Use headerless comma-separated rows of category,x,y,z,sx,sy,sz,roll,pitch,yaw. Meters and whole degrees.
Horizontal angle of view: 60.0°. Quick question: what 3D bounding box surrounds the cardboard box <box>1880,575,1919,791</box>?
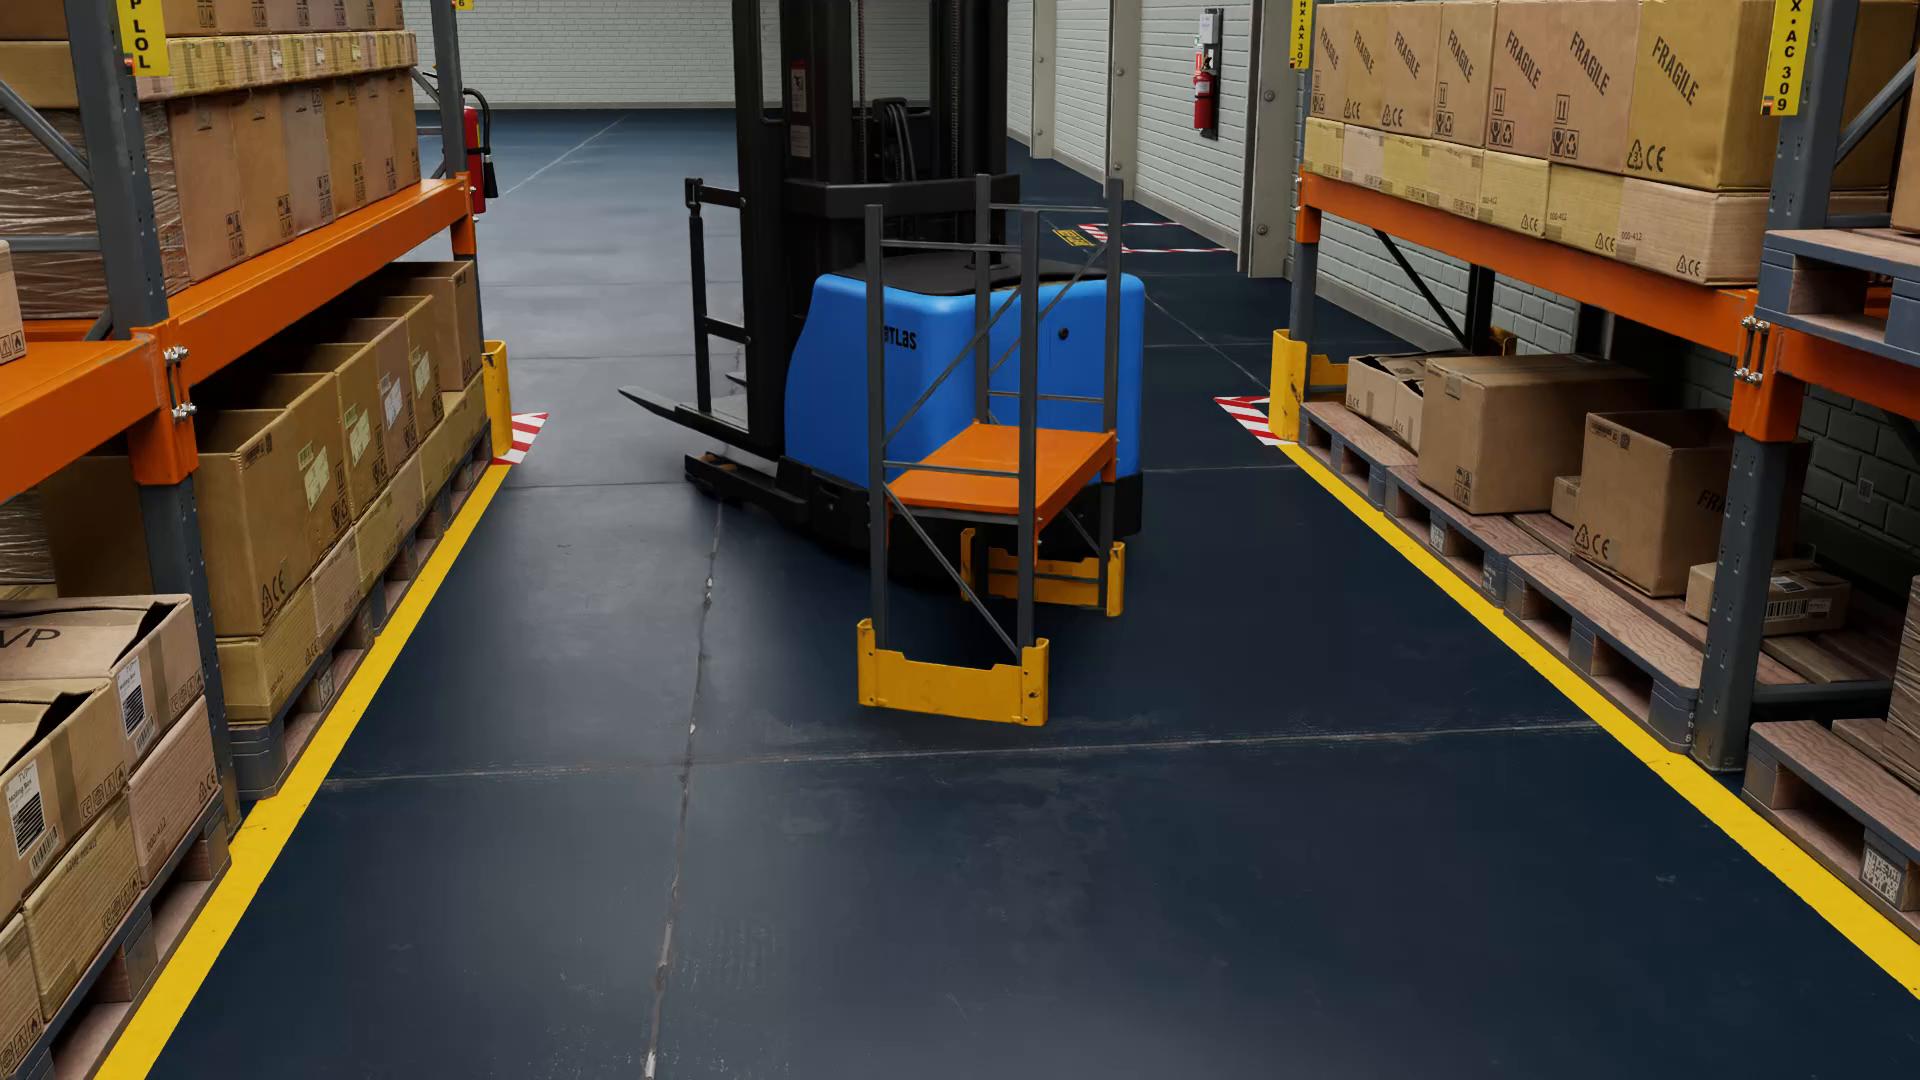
cardboard box,2.663,0.388,3.872,0.700,0.500,0.500,-1,17,-4

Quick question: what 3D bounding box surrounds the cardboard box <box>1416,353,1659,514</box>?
cardboard box,2.224,-0.424,6.458,0.700,0.500,0.500,-3,18,-9

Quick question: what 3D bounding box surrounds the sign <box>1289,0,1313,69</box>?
sign,1.618,-2.402,7.873,0.100,0.325,0.005,-2,18,-6

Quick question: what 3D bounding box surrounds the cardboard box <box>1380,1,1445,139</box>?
cardboard box,1.996,-1.848,6.520,0.500,0.500,0.500,-2,18,-7

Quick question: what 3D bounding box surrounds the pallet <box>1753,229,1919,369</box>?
pallet,2.504,-0.490,3.550,1.003,0.211,1.213,-2,18,-6

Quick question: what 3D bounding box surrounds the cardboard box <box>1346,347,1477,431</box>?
cardboard box,2.139,-0.723,7.728,0.500,0.311,0.500,-4,18,-12

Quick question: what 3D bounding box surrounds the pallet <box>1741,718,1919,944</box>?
pallet,2.652,0.749,3.940,1.003,0.211,1.213,-2,18,-6

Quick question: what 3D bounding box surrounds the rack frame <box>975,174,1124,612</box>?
rack frame,0.295,-0.489,5.730,0.500,1.500,0.032,6,18,17

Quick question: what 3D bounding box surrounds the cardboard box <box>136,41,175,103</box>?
cardboard box,-2.218,-1.177,4.170,0.380,0.149,0.250,-2,17,-5

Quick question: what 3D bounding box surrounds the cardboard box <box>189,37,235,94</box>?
cardboard box,-2.275,-1.332,4.663,0.380,0.149,0.250,-2,18,-6

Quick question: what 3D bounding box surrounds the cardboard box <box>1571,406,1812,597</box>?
cardboard box,2.423,-0.139,5.550,0.500,0.500,0.500,-3,18,-10

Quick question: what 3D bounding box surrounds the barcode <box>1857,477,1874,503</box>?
barcode,2.753,-0.152,5.057,0.001,0.075,0.075,-2,18,-6

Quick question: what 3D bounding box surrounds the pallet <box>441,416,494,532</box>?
pallet,-2.649,-0.294,7.262,1.003,0.211,1.213,-2,18,-6

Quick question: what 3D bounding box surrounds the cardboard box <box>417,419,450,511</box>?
cardboard box,-2.303,-0.291,6.487,0.500,0.250,0.500,-2,18,-6

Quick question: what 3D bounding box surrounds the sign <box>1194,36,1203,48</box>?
sign,2.292,-4.785,15.965,0.001,0.109,0.331,-2,18,-6

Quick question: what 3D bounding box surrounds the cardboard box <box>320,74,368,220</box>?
cardboard box,-2.629,-1.455,6.137,0.700,0.500,0.500,-2,18,-5

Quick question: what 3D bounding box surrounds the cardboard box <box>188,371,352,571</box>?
cardboard box,-2.152,-0.202,4.951,0.500,0.500,0.500,-2,18,-6

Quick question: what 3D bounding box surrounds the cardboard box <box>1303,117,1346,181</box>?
cardboard box,1.892,-1.788,7.582,0.500,0.250,0.500,-2,18,-7

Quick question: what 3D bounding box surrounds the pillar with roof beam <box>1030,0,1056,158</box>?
pillar with roof beam,-3.048,-9.916,23.237,9.100,9.000,0.400,-2,18,-6

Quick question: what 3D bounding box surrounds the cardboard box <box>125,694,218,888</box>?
cardboard box,-2.026,0.567,3.754,0.500,0.250,0.500,-2,18,-6

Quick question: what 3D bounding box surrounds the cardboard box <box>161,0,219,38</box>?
cardboard box,-2.462,-1.609,4.460,0.700,0.500,0.500,-2,18,-6

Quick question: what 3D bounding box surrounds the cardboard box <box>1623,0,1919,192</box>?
cardboard box,2.214,-1.241,4.586,0.500,0.500,0.500,-2,18,-6

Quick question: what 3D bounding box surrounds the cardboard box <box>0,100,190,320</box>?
cardboard box,-2.409,-0.839,4.175,0.700,0.500,0.500,-2,18,-7

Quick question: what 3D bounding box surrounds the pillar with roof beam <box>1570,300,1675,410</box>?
pillar with roof beam,-1.192,-4.553,6.155,9.100,9.000,0.400,-2,18,-6

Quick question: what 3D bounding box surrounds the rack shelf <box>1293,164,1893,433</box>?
rack shelf,2.364,-1.066,6.266,1.077,0.370,4.000,-2,18,-6

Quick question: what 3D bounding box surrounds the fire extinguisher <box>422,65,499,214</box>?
fire extinguisher,-2.319,-1.864,7.735,0.296,0.674,0.183,-2,18,-6

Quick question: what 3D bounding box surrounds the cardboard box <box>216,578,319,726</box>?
cardboard box,-2.103,0.305,4.589,0.500,0.250,0.500,-2,18,-6

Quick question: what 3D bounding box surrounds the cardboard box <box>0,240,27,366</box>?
cardboard box,-2.262,-0.443,3.329,0.500,0.250,0.500,-1,17,-2

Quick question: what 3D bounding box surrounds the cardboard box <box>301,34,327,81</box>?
cardboard box,-2.378,-1.638,5.638,0.380,0.149,0.250,-2,18,-6

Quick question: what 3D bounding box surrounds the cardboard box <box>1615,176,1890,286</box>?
cardboard box,2.220,-0.883,4.700,0.500,0.250,0.500,-2,18,-6

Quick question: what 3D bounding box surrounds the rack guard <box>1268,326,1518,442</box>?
rack guard,2.165,-0.790,8.359,1.175,0.500,0.348,-2,18,-6

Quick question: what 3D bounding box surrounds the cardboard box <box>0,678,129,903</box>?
cardboard box,-1.970,0.451,3.185,0.500,0.311,0.500,-1,17,-4

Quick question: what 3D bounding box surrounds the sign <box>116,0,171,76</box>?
sign,-1.818,-1.194,3.671,0.100,0.325,0.005,-2,18,-6

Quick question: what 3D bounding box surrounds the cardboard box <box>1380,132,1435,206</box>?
cardboard box,2.007,-1.482,6.606,0.500,0.250,0.500,-2,18,-7

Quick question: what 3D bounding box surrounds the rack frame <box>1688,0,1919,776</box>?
rack frame,2.570,-0.814,4.261,1.000,3.000,0.127,-2,18,-6

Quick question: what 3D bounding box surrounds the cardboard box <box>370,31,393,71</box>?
cardboard box,-2.485,-1.946,6.619,0.380,0.149,0.250,-2,18,-6

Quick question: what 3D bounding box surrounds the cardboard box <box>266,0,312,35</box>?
cardboard box,-2.564,-1.907,5.410,0.700,0.500,0.500,-2,18,-6

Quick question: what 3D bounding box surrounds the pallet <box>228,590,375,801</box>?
pallet,-2.397,0.433,4.946,1.003,0.211,1.213,-2,18,-6

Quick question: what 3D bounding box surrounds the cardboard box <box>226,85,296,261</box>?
cardboard box,-2.517,-1.146,5.152,0.700,0.500,0.500,-2,17,-5

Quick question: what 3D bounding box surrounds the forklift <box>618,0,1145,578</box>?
forklift,-0.560,-1.641,7.010,1.130,2.935,3.031,-12,21,-34

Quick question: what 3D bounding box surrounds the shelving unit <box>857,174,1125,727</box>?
shelving unit,0.133,-0.342,5.261,0.587,1.500,1.083,6,18,17

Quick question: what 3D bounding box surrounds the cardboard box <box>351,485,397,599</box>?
cardboard box,-2.196,0.006,5.539,0.500,0.250,0.500,-2,18,-6

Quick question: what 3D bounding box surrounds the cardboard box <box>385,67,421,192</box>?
cardboard box,-2.734,-1.759,7.106,0.700,0.500,0.500,-2,18,-6

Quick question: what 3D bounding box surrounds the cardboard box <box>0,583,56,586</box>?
cardboard box,-2.664,0.171,5.013,0.500,0.250,0.500,-2,18,-6

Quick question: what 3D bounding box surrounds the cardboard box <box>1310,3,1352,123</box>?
cardboard box,1.908,-2.150,7.481,0.500,0.500,0.500,-2,18,-6

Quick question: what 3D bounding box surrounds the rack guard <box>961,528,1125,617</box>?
rack guard,0.289,0.113,5.899,0.587,0.250,0.087,6,18,17

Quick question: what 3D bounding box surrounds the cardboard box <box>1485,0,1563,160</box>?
cardboard box,2.115,-1.540,5.538,0.500,0.500,0.500,-2,18,-7

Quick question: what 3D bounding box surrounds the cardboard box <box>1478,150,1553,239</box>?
cardboard box,2.109,-1.181,5.649,0.500,0.250,0.500,-2,18,-6

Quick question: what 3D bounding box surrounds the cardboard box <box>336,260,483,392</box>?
cardboard box,-2.418,-0.947,7.323,0.500,0.500,0.500,-2,18,-6

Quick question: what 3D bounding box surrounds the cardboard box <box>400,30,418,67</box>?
cardboard box,-2.540,-2.100,7.110,0.380,0.149,0.250,-2,18,-7

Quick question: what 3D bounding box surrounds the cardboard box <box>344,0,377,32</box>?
cardboard box,-2.669,-2.206,6.363,0.700,0.500,0.500,-2,18,-7

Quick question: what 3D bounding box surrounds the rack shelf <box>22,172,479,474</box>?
rack shelf,-2.563,-0.912,5.775,1.077,0.370,4.000,-2,18,-6

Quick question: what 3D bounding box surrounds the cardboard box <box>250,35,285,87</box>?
cardboard box,-2.329,-1.486,5.154,0.380,0.149,0.250,-2,18,-7

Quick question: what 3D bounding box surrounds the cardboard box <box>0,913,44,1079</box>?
cardboard box,-1.922,0.870,2.788,0.500,0.250,0.500,-1,17,-4

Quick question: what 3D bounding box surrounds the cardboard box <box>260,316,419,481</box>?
cardboard box,-2.250,-0.500,5.900,0.500,0.500,0.500,-2,18,-6

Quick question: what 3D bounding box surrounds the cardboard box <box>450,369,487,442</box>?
cardboard box,-2.420,-0.589,7.435,0.500,0.250,0.500,-2,18,-6

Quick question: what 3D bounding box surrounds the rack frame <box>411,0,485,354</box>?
rack frame,-2.769,-1.851,7.566,1.000,3.000,0.127,-2,18,-6

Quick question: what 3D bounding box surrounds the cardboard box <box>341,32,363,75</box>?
cardboard box,-2.434,-1.793,6.131,0.380,0.149,0.250,-1,17,-4
